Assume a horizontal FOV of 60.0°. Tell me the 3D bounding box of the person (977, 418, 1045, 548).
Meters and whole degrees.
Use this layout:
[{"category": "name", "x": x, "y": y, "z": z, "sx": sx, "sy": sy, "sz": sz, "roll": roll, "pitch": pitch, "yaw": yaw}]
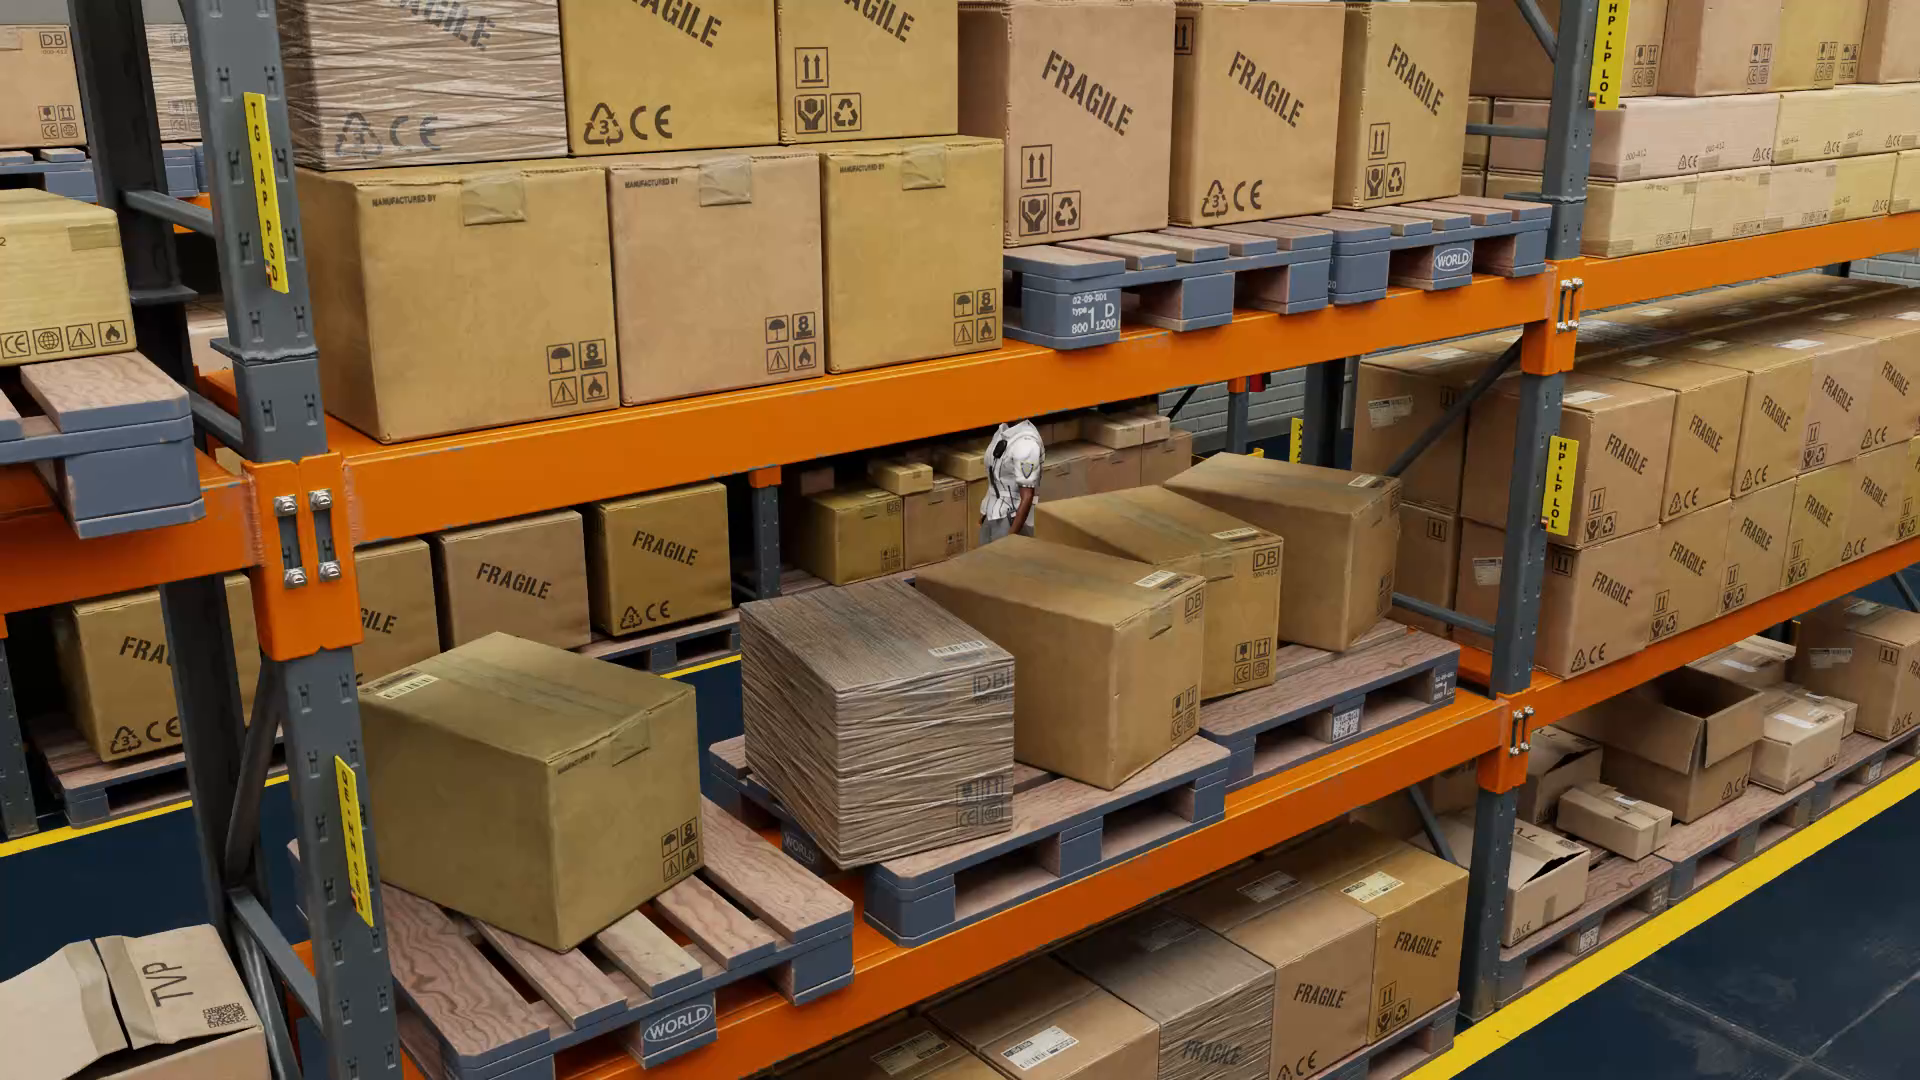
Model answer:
[{"category": "person", "x": 0.191, "y": -0.090, "z": 9.247, "sx": 0.528, "sy": 1.696, "sz": 0.569, "roll": -4, "pitch": 18, "yaw": -12}]
